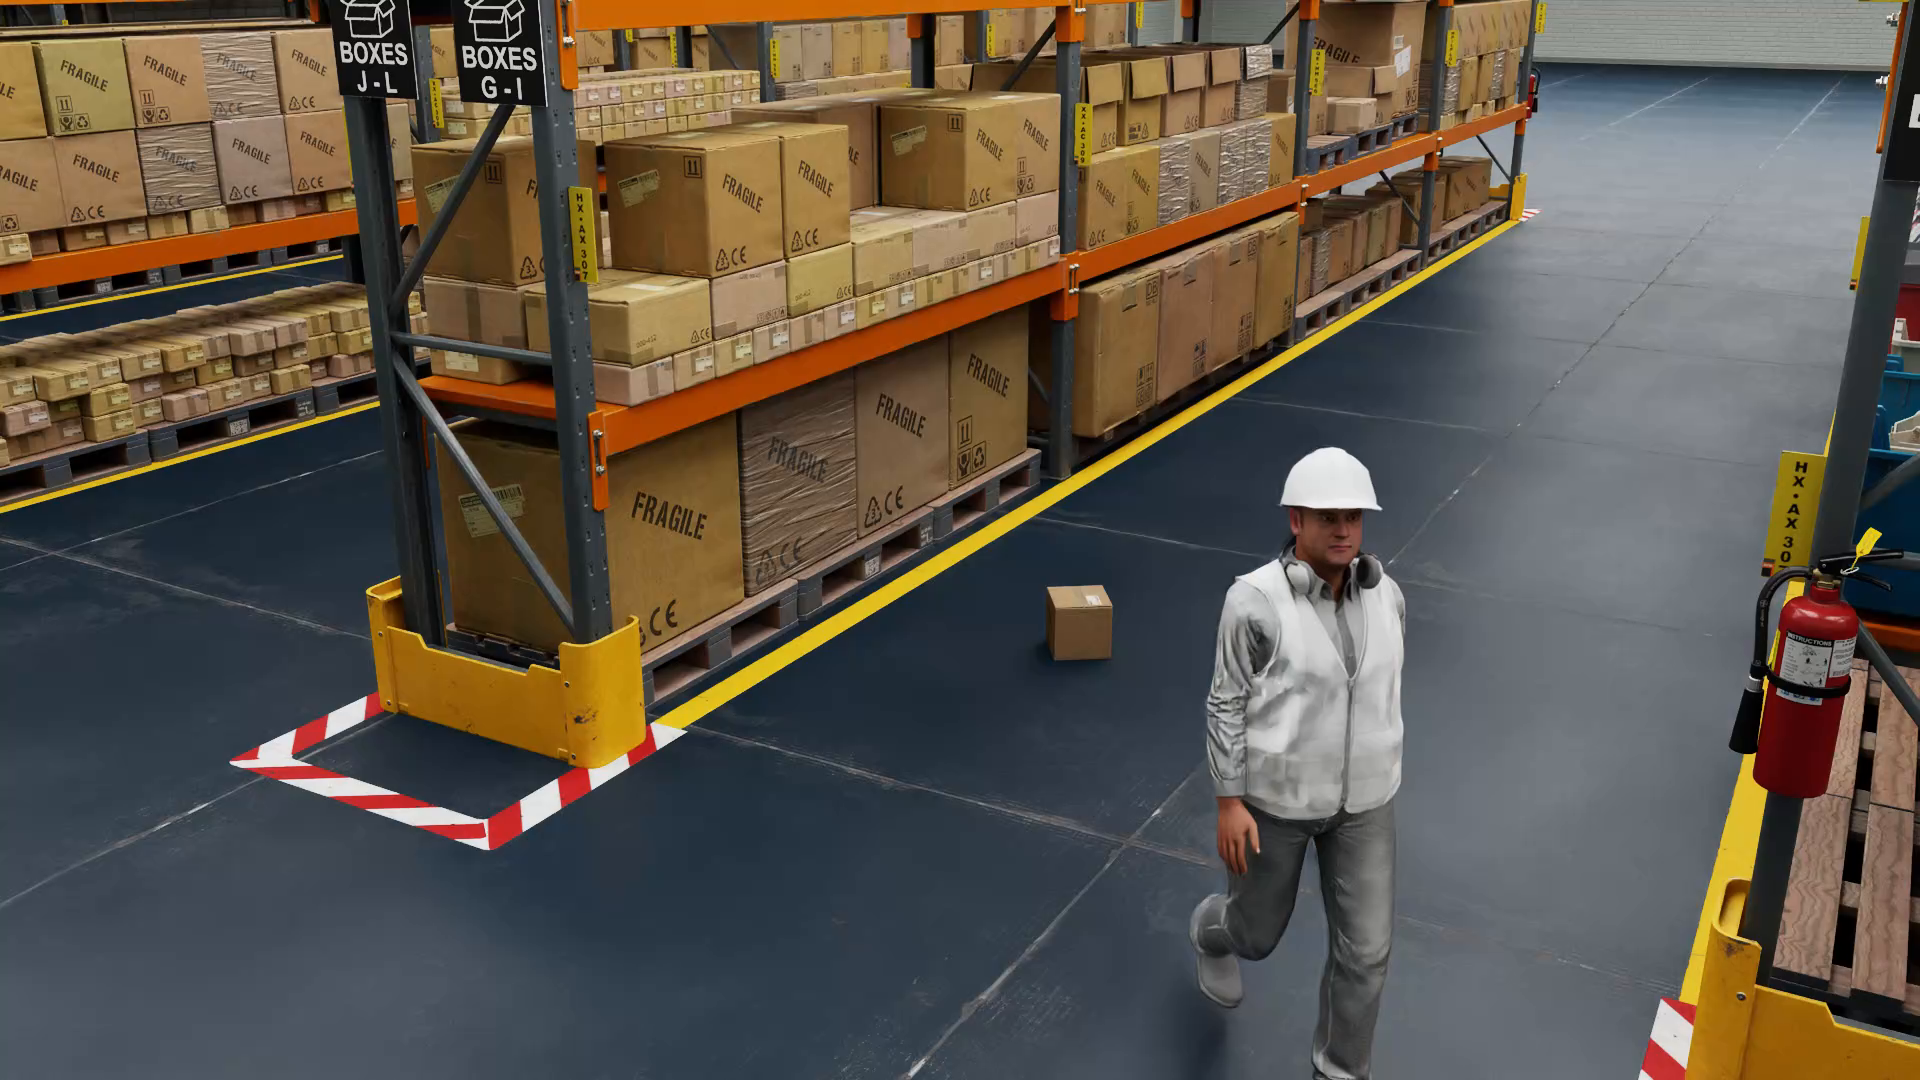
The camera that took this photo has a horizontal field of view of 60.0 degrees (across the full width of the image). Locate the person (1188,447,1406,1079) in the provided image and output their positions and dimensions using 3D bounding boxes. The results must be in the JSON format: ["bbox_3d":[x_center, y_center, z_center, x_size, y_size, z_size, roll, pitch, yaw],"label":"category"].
[{"bbox_3d":[0.876,0.617,4.257,0.549,1.739,0.907,-4,20,-12],"label":"person"}]
